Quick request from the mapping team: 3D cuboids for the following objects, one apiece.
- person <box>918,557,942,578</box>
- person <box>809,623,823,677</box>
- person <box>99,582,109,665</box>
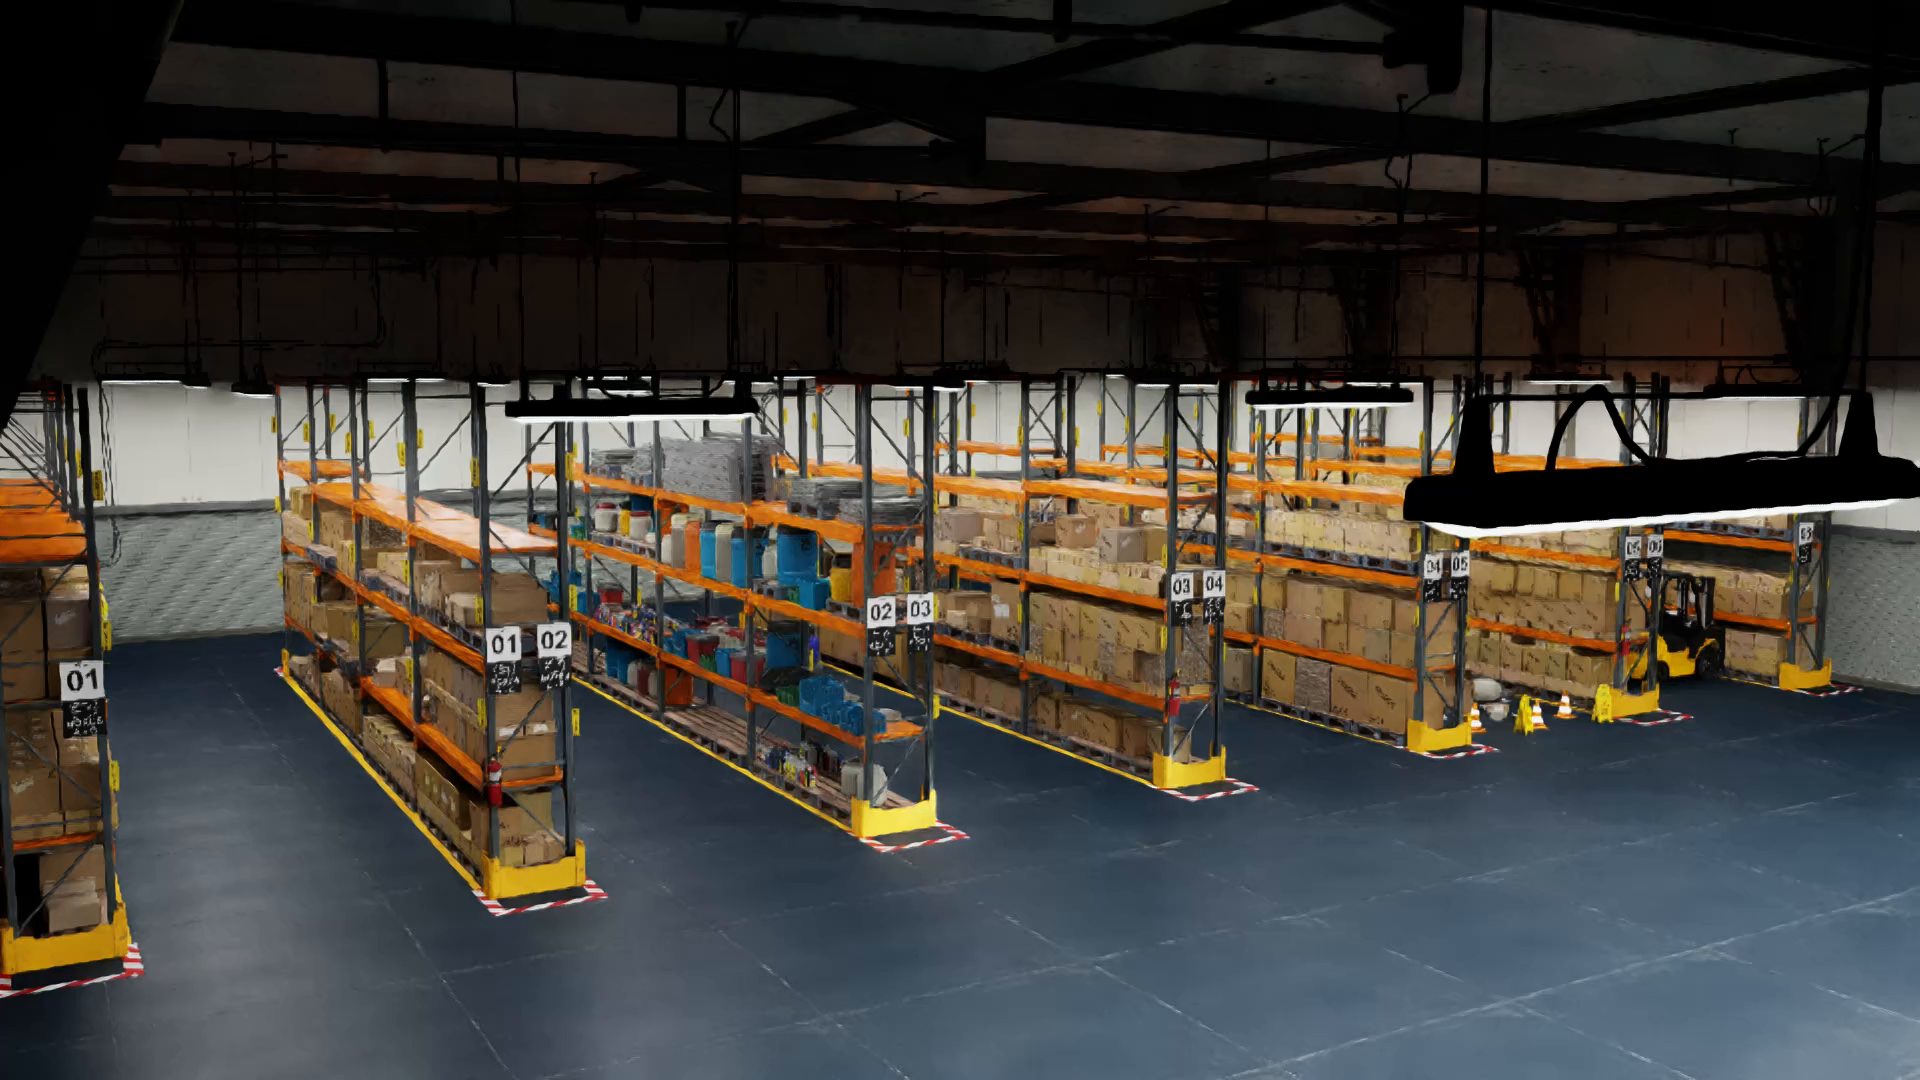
[{"bbox_3d":[-0.745,0.878,42.189,0.685,1.679,0.544,3,7,23],"label":"person"},{"bbox_3d":[-2.623,2.283,29.393,0.551,1.653,0.574,0,6,1],"label":"person"},{"bbox_3d":[-17.861,1.722,34.160,0.526,1.758,0.740,2,7,18],"label":"person"}]
